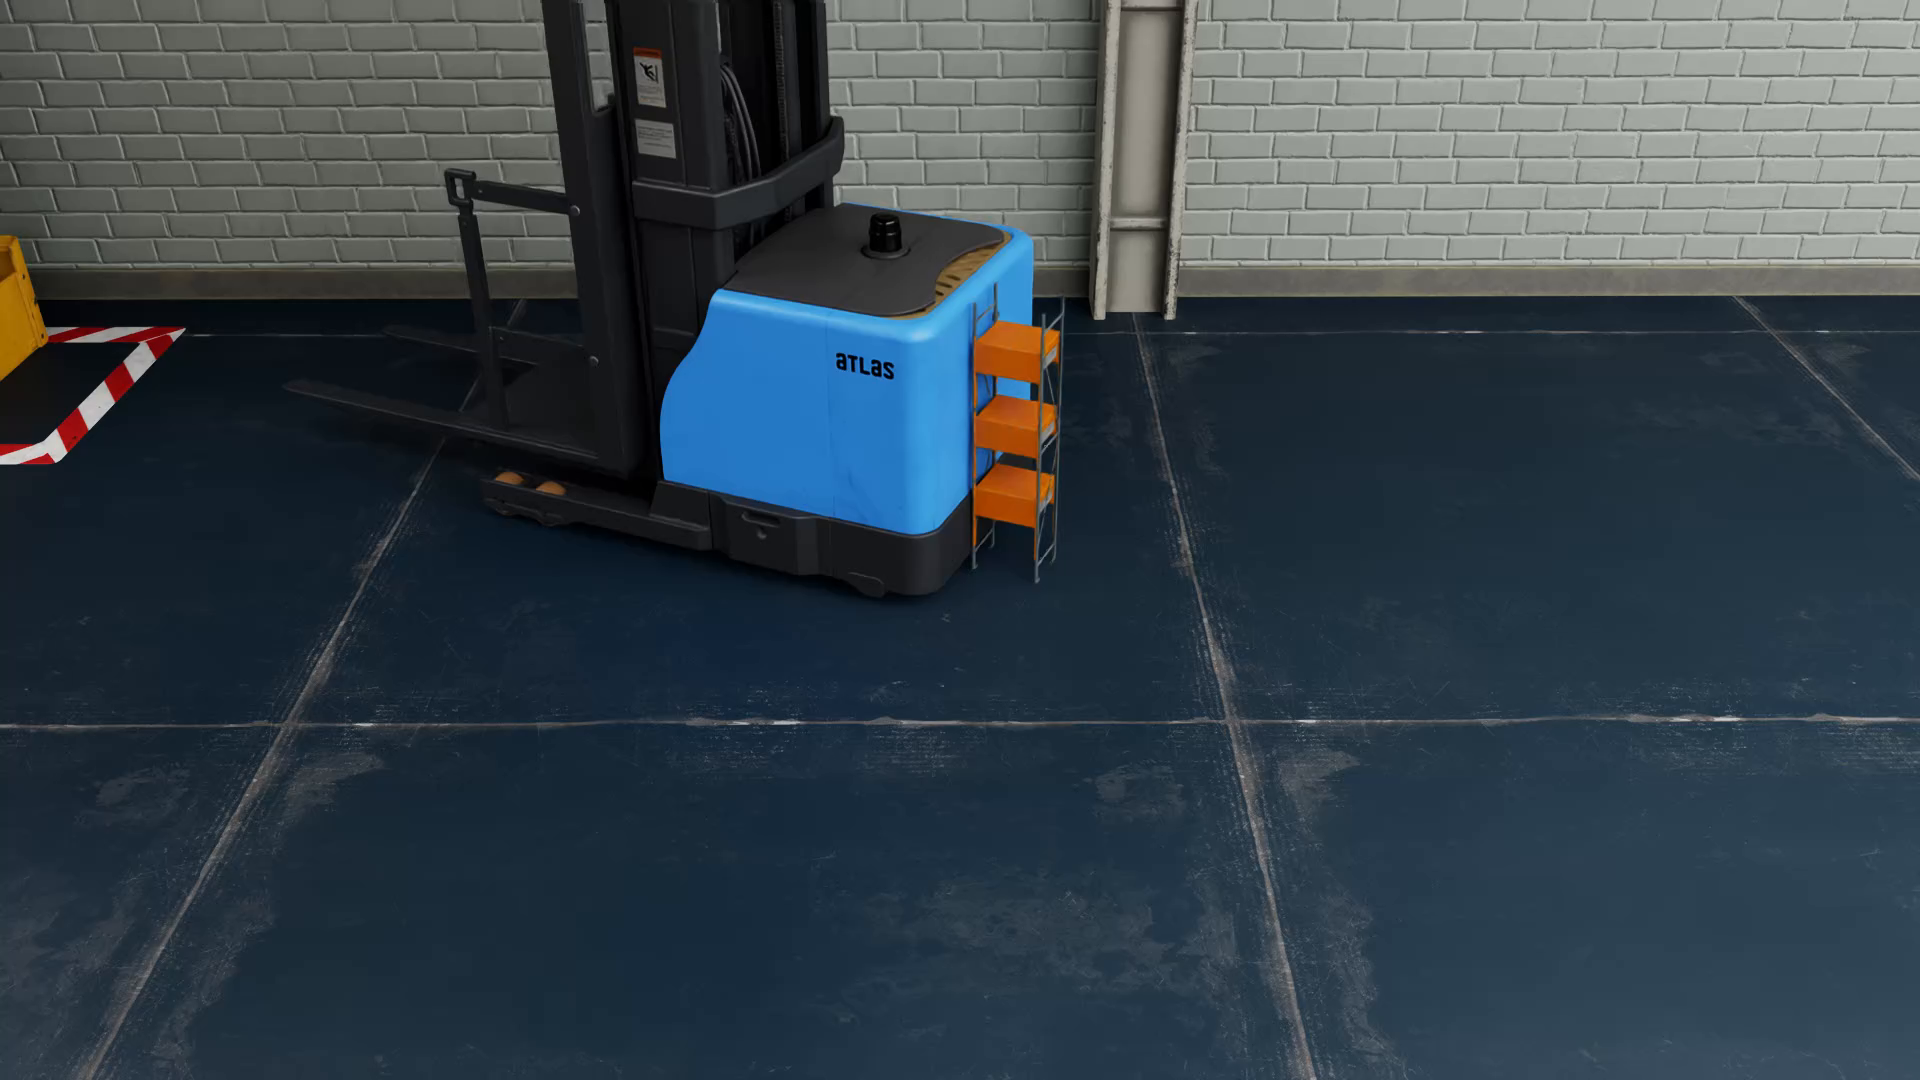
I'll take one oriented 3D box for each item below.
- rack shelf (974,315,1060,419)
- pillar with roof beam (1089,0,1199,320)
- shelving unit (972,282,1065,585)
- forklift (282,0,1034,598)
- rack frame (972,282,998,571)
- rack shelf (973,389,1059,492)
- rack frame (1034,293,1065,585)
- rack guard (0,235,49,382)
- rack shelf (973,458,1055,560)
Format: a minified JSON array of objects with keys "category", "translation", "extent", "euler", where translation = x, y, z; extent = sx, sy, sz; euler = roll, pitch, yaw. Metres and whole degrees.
[{"category":"rack shelf","translation":[0.198,-0.593,5.688],"extent":[0.240,0.259,0.215],"euler":[13,33,20]},{"category":"pillar with roof beam","translation":[0.863,-2.755,2.116],"extent":[0.400,9.000,9.100],"euler":[0,31,0]},{"category":"shelving unit","translation":[0.198,-0.359,5.830],"extent":[0.252,1.050,0.215],"euler":[13,33,20]},{"category":"forklift","translation":[-1.281,-1.542,5.966],"extent":[3.031,2.935,1.130],"euler":[13,33,20]},{"category":"rack frame","translation":[0.086,-0.385,5.872],"extent":[0.008,1.050,0.200],"euler":[13,33,20]},{"category":"rack shelf","translation":[0.198,-0.350,5.836],"extent":[0.240,0.259,0.215],"euler":[13,33,20]},{"category":"rack frame","translation":[0.310,-0.334,5.789],"extent":[0.008,1.050,0.200],"euler":[13,33,20]},{"category":"rack guard","translation":[-4.437,-0.871,7.203],"extent":[0.348,0.500,1.175],"euler":[0,31,0]},{"category":"rack shelf","translation":[0.198,-0.113,5.980],"extent":[0.240,0.259,0.215],"euler":[13,33,20]}]
